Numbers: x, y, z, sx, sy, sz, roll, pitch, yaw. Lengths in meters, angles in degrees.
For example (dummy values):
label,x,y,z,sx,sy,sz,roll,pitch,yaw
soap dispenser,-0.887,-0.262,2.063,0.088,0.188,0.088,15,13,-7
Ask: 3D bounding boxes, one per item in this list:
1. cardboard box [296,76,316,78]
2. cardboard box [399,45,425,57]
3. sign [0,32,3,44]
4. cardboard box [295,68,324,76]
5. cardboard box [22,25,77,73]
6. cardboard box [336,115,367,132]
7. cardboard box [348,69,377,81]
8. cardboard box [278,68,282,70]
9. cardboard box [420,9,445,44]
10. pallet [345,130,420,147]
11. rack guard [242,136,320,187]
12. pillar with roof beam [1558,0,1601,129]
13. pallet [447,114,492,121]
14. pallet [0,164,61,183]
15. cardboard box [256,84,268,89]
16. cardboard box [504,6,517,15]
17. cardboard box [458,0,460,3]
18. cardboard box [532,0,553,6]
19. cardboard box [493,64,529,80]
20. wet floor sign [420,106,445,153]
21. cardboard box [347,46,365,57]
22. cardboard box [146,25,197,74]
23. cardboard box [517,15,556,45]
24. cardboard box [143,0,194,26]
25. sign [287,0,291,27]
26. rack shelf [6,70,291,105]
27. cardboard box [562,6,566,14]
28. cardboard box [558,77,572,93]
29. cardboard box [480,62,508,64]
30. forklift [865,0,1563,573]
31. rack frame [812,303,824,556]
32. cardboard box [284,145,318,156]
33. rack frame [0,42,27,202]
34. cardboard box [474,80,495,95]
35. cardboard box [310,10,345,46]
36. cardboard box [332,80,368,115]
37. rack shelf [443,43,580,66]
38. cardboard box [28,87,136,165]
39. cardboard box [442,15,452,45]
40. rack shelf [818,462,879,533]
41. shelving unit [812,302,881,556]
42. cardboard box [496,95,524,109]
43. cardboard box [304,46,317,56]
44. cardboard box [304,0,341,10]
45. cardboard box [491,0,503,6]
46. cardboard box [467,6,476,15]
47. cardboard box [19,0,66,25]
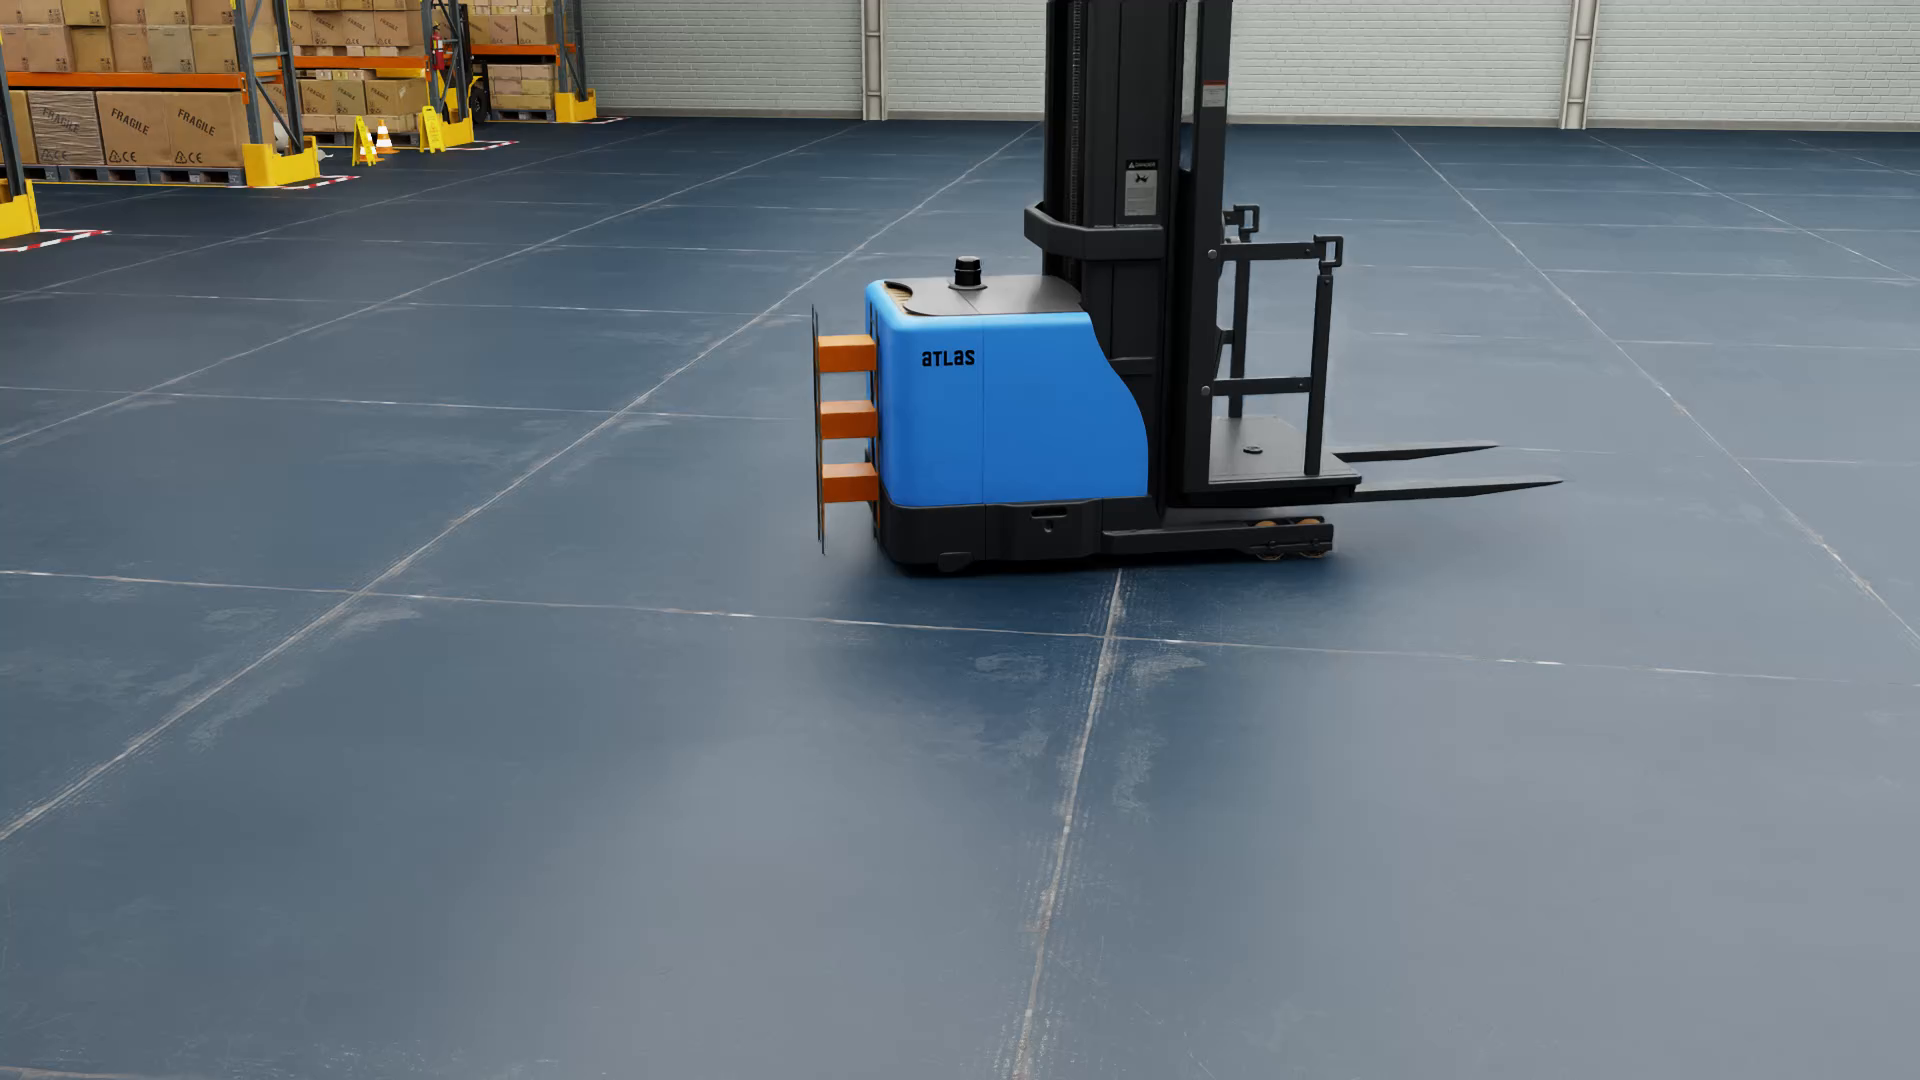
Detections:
label,x,y,z,sx,sy,sz,roll,pitch,yaw
cardboard box,-9.999,-6.864,25.581,0.500,0.500,0.500,4,19,12
cardboard box,-8.086,-7.241,24.613,0.250,0.149,0.380,4,19,10
sign,-9.169,-4.884,15.809,0.005,0.325,0.100,3,19,9
cardboard box,-12.131,-8.302,30.469,0.625,0.625,0.875,3,19,8
cardboard box,-10.891,-6.025,20.348,0.550,0.550,0.875,3,19,9
cardboard box,-9.034,-6.289,25.042,0.500,0.250,0.500,3,19,9
cardboard box,-8.889,-6.923,24.734,0.250,0.149,0.380,3,19,10
cardboard box,-10.205,-6.991,24.937,0.250,0.149,0.380,4,19,12
cardboard box,-8.107,-7.708,24.985,0.500,0.500,0.500,3,19,8
pallet,-8.555,-6.142,25.326,1.213,0.211,1.003,3,19,9
rack guard,-8.345,-4.666,20.460,0.348,0.500,1.175,3,19,9
pillar with roof beam,9.645,-9.871,22.624,0.400,9.000,9.100,3,19,9
pallet,-8.862,-7.729,30.069,1.213,0.211,1.003,3,19,9
pallet,-11.580,-4.669,20.924,1.213,0.211,1.003,3,19,9
cardboard box,-10.562,-6.723,25.158,0.500,0.500,0.500,4,19,11
cardboard box,-7.790,-9.284,29.143,0.250,0.149,0.380,3,19,10
cardboard box,-8.802,-9.487,29.281,0.250,0.149,0.380,3,19,9
cardboard box,-7.287,-9.412,29.056,0.250,0.149,0.380,3,19,9
cardboard box,-7.909,-8.282,29.425,0.500,0.250,0.500,3,19,10
wet floor sign,-7.665,-5.947,24.060,0.232,0.644,0.267,10,21,27
cardboard box,-8.863,-7.242,24.616,0.250,0.149,0.380,3,19,10
cardboard box,-9.289,-5.949,20.119,0.550,0.550,0.875,3,19,9
cardboard box,-7.427,-8.954,29.178,0.500,0.500,0.500,3,19,7
cardboard box,-9.286,-6.465,19.960,0.550,0.550,0.875,3,19,9
sign,-8.275,-6.474,20.436,0.005,0.325,0.100,3,19,9
rack shelf,-10.343,-5.612,20.482,4.000,0.370,1.077,3,19,9
cardboard box,-7.193,-9.417,29.540,0.250,0.149,0.380,2,19,7
cardboard box,-7.331,-8.185,29.921,0.500,0.250,0.500,3,19,10
cardboard box,-8.330,-8.469,29.983,0.500,0.250,0.500,3,19,8
forklift,1.133,-1.463,7.056,3.031,2.935,1.130,-3,19,-9
rack frame,-0.600,-0.460,7.022,0.008,1.050,0.200,-3,19,-9
cardboard box,-9.297,-5.490,23.475,0.250,0.149,0.380,14,23,37
rack frame,-9.255,-4.304,15.438,0.127,3.000,1.000,3,19,9
cardboard box,-8.436,-8.070,29.580,0.500,0.250,0.500,2,19,7
cardboard box,-9.250,-7.591,24.636,0.500,0.500,0.500,3,19,8
cardboard box,-9.031,-6.643,24.919,0.500,0.500,0.500,4,19,11
rack shelf,-8.874,-8.723,29.780,4.000,0.370,1.077,3,19,9
cardboard box,-10.817,-5.148,20.647,0.875,0.875,0.875,3,19,9
cardboard box,-8.942,-9.030,29.406,0.500,0.500,0.500,3,19,9
rack shelf,-0.479,-0.193,7.134,0.240,0.259,0.215,-3,19,-9
shelving unit,-0.479,-0.466,7.042,0.252,1.050,0.215,-3,19,-9
cardboard box,-7.903,-7.812,29.593,0.500,0.250,0.500,3,19,9
cardboard box,-9.592,-7.324,24.861,0.250,0.149,0.380,3,19,9
cardboard box,-9.241,-8.050,24.431,0.500,0.500,0.700,3,19,8
cardboard box,-8.032,-9.455,29.185,0.250,0.149,0.380,3,19,9
cardboard box,-8.557,-9.305,29.206,0.250,0.149,0.380,3,19,9
cardboard box,-10.886,-6.546,20.202,0.550,0.550,0.875,3,19,9
